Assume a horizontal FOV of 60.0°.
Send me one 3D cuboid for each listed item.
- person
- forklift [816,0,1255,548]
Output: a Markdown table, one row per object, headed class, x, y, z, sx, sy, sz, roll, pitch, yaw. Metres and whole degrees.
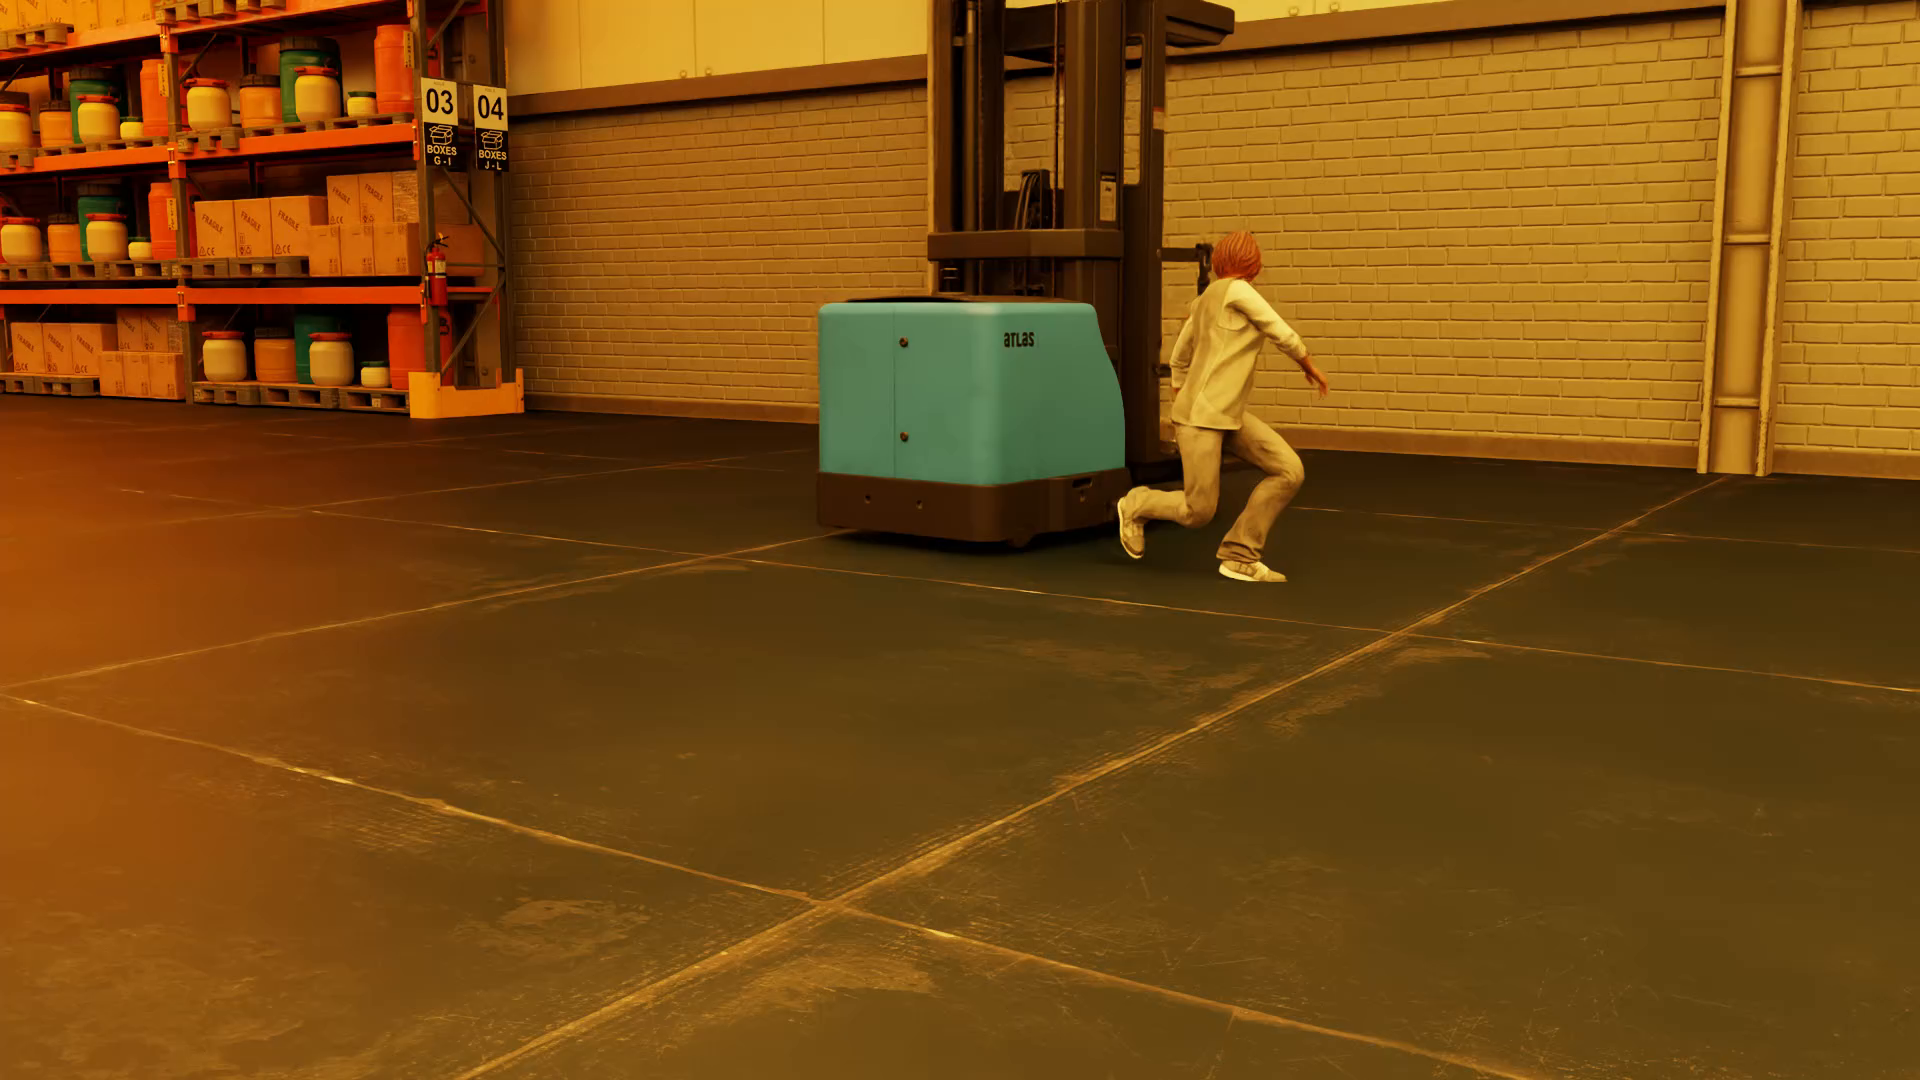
| class | x | y | z | sx | sy | sz | roll | pitch | yaw |
| --- | --- | --- | --- | --- | --- | --- | --- | --- | --- |
| person | 1.003 | -0.516 | 6.582 | 0.822 | 1.368 | 0.547 | 4 | 9 | 26 |
| forklift | 0.655 | -1.577 | 8.282 | 1.130 | 2.935 | 3.031 | 6 | 10 | 38 |
